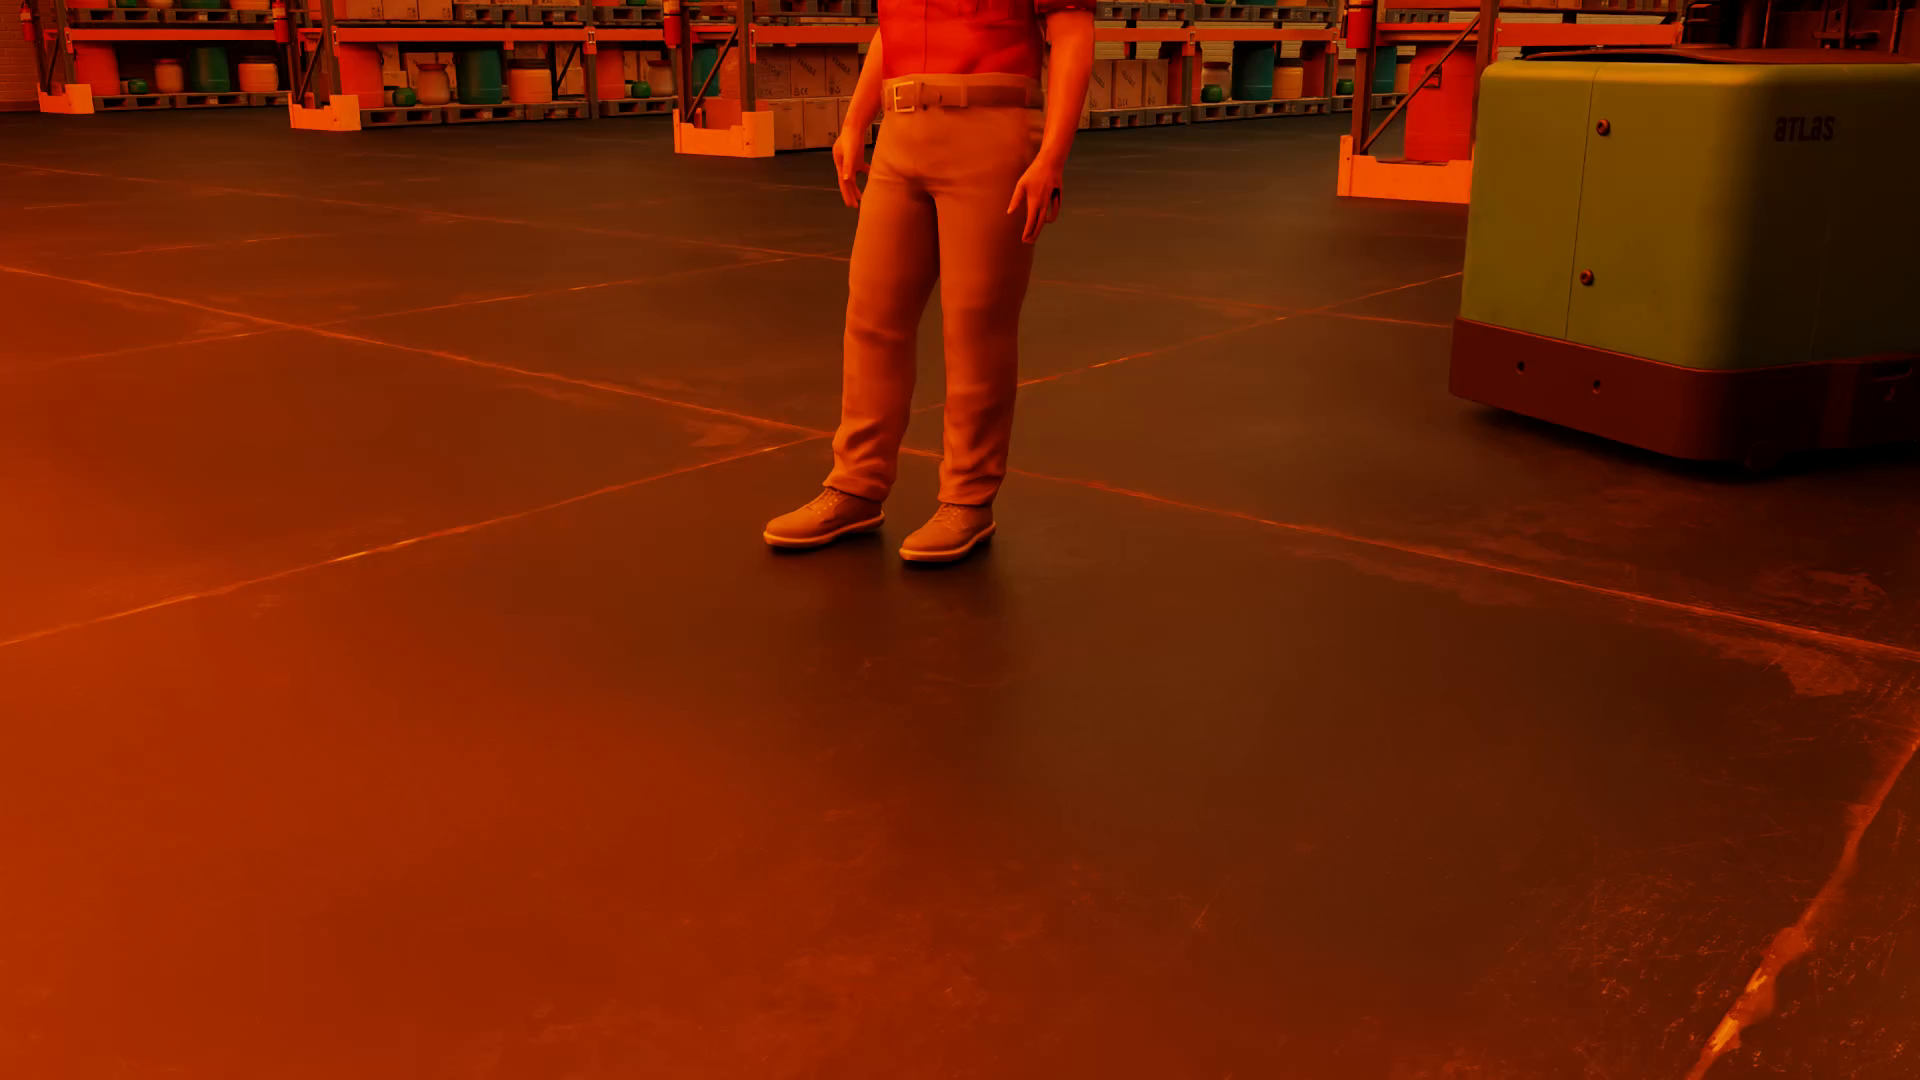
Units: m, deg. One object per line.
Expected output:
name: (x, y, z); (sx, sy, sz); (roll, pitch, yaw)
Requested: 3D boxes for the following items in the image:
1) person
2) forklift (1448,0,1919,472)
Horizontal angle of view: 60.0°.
person: (-0.066, -0.817, 3.629); (0.641, 1.728, 0.550); (13, 21, 37)
forklift: (3.093, -1.851, 4.992); (3.031, 2.935, 1.130); (-7, 18, -23)
